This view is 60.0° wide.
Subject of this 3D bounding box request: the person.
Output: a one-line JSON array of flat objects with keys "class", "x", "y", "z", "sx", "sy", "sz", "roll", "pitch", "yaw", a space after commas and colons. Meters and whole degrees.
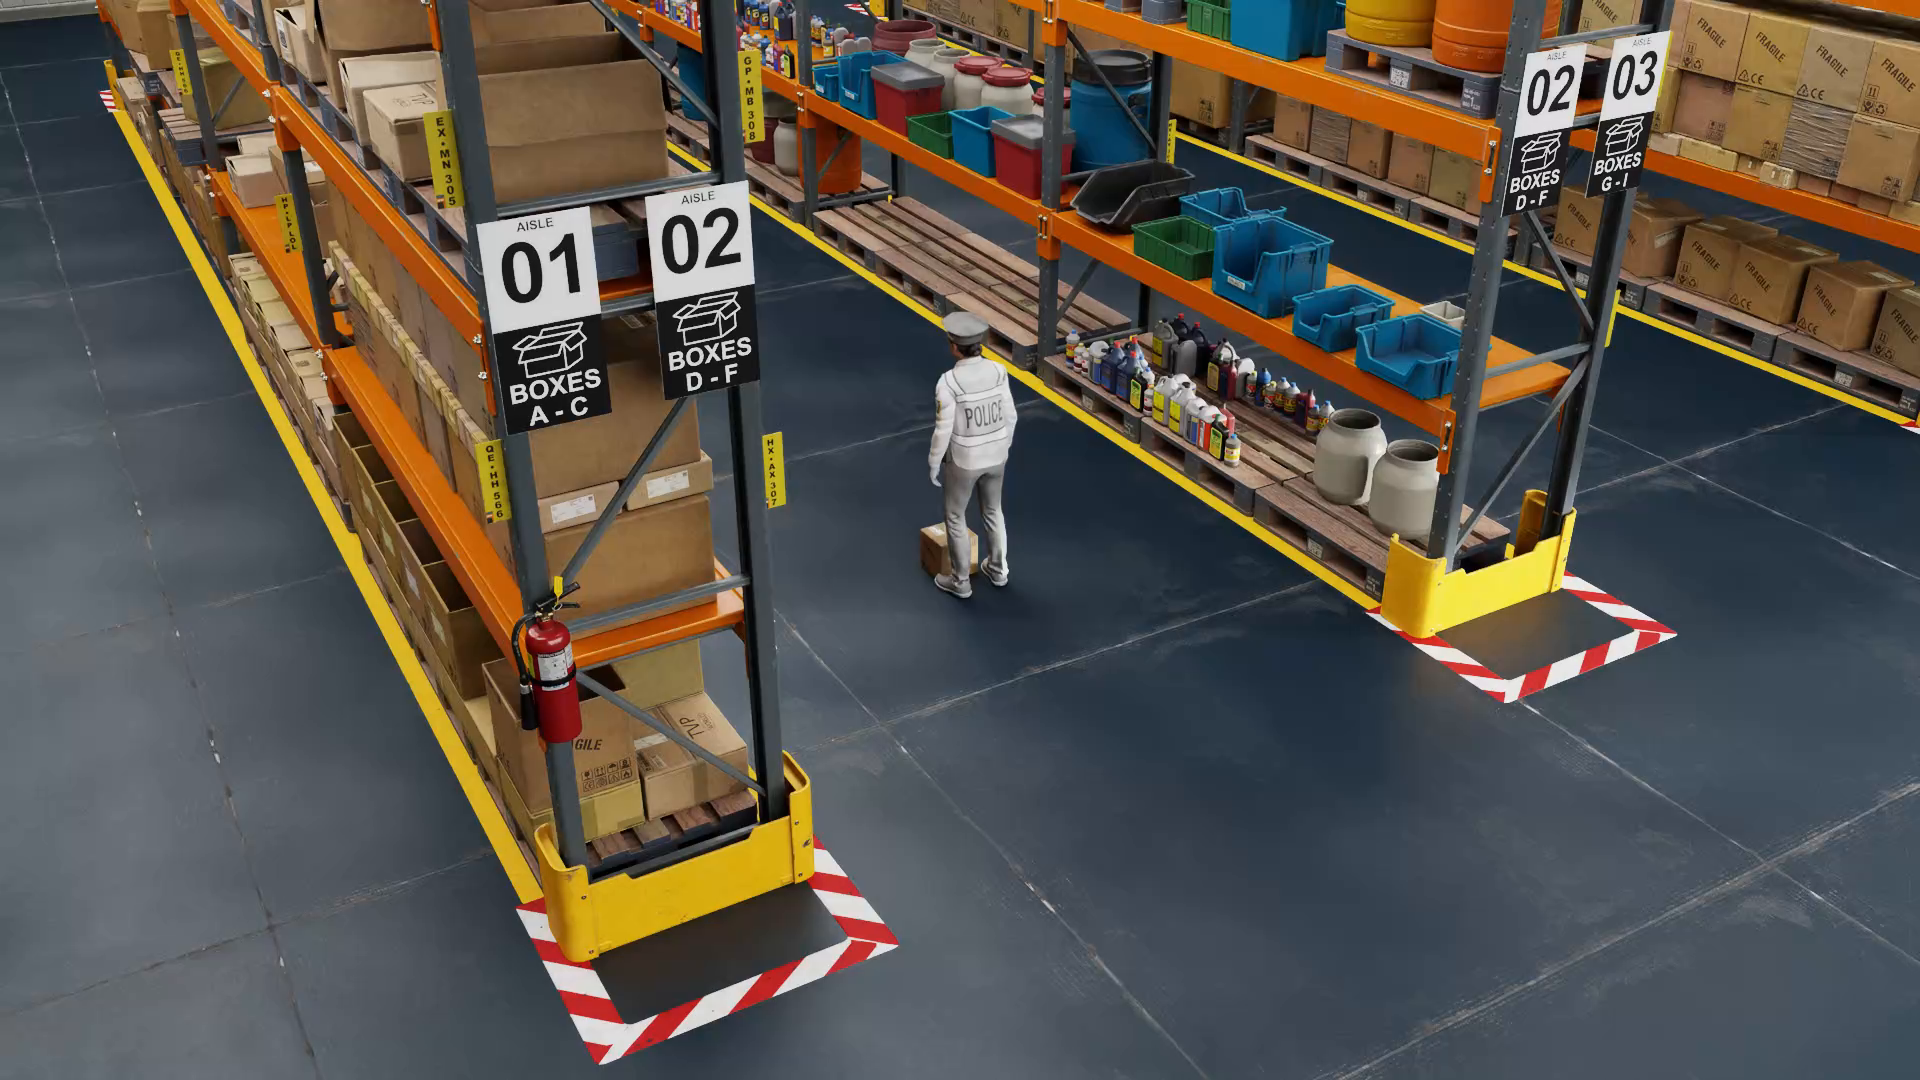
[{"class": "person", "x": 0.067, "y": -0.455, "z": 9.367, "sx": 0.530, "sy": 1.663, "sz": 0.371, "roll": -16, "pitch": 33, "yaw": -26}]
